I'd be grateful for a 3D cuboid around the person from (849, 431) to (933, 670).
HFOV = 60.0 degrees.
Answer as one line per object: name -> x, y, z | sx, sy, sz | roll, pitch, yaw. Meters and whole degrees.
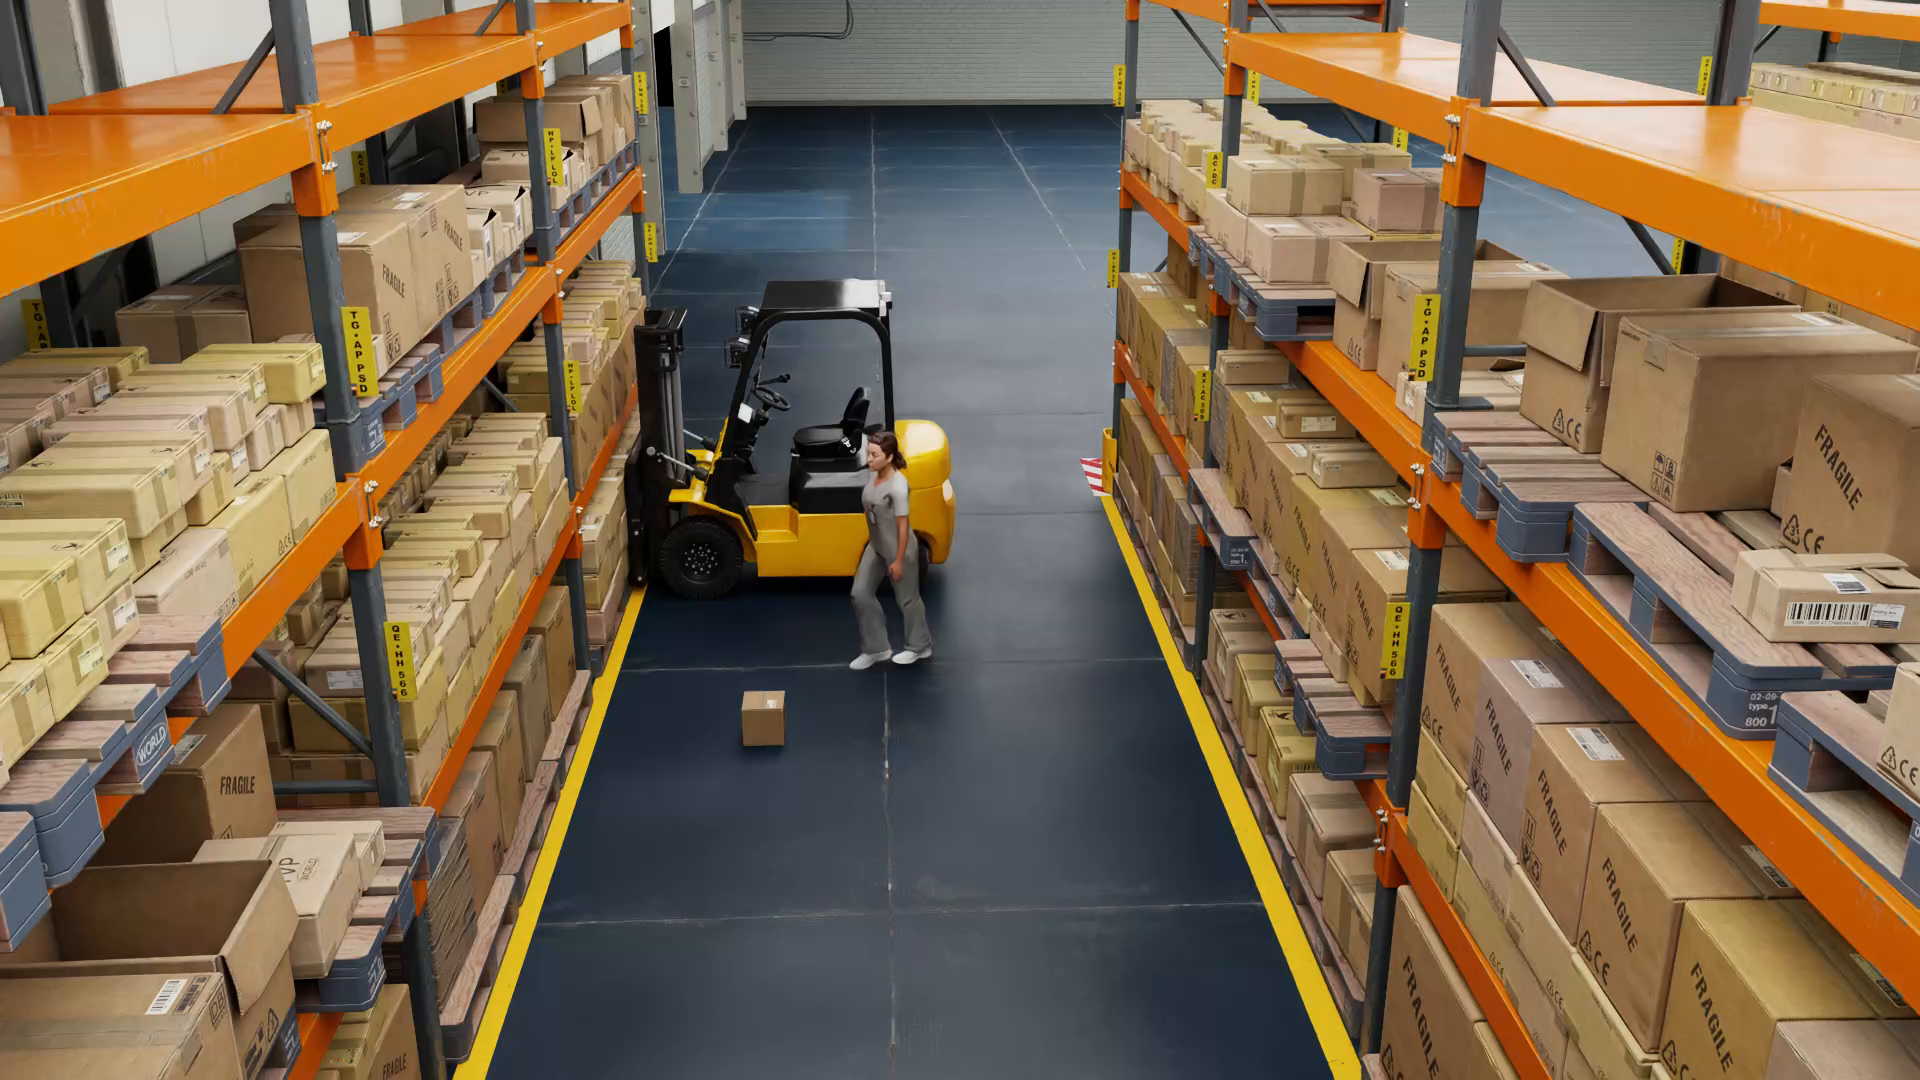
person -> -0.412, 0.085, 10.873 | 0.540, 1.689, 0.472 | -14, 25, -33
